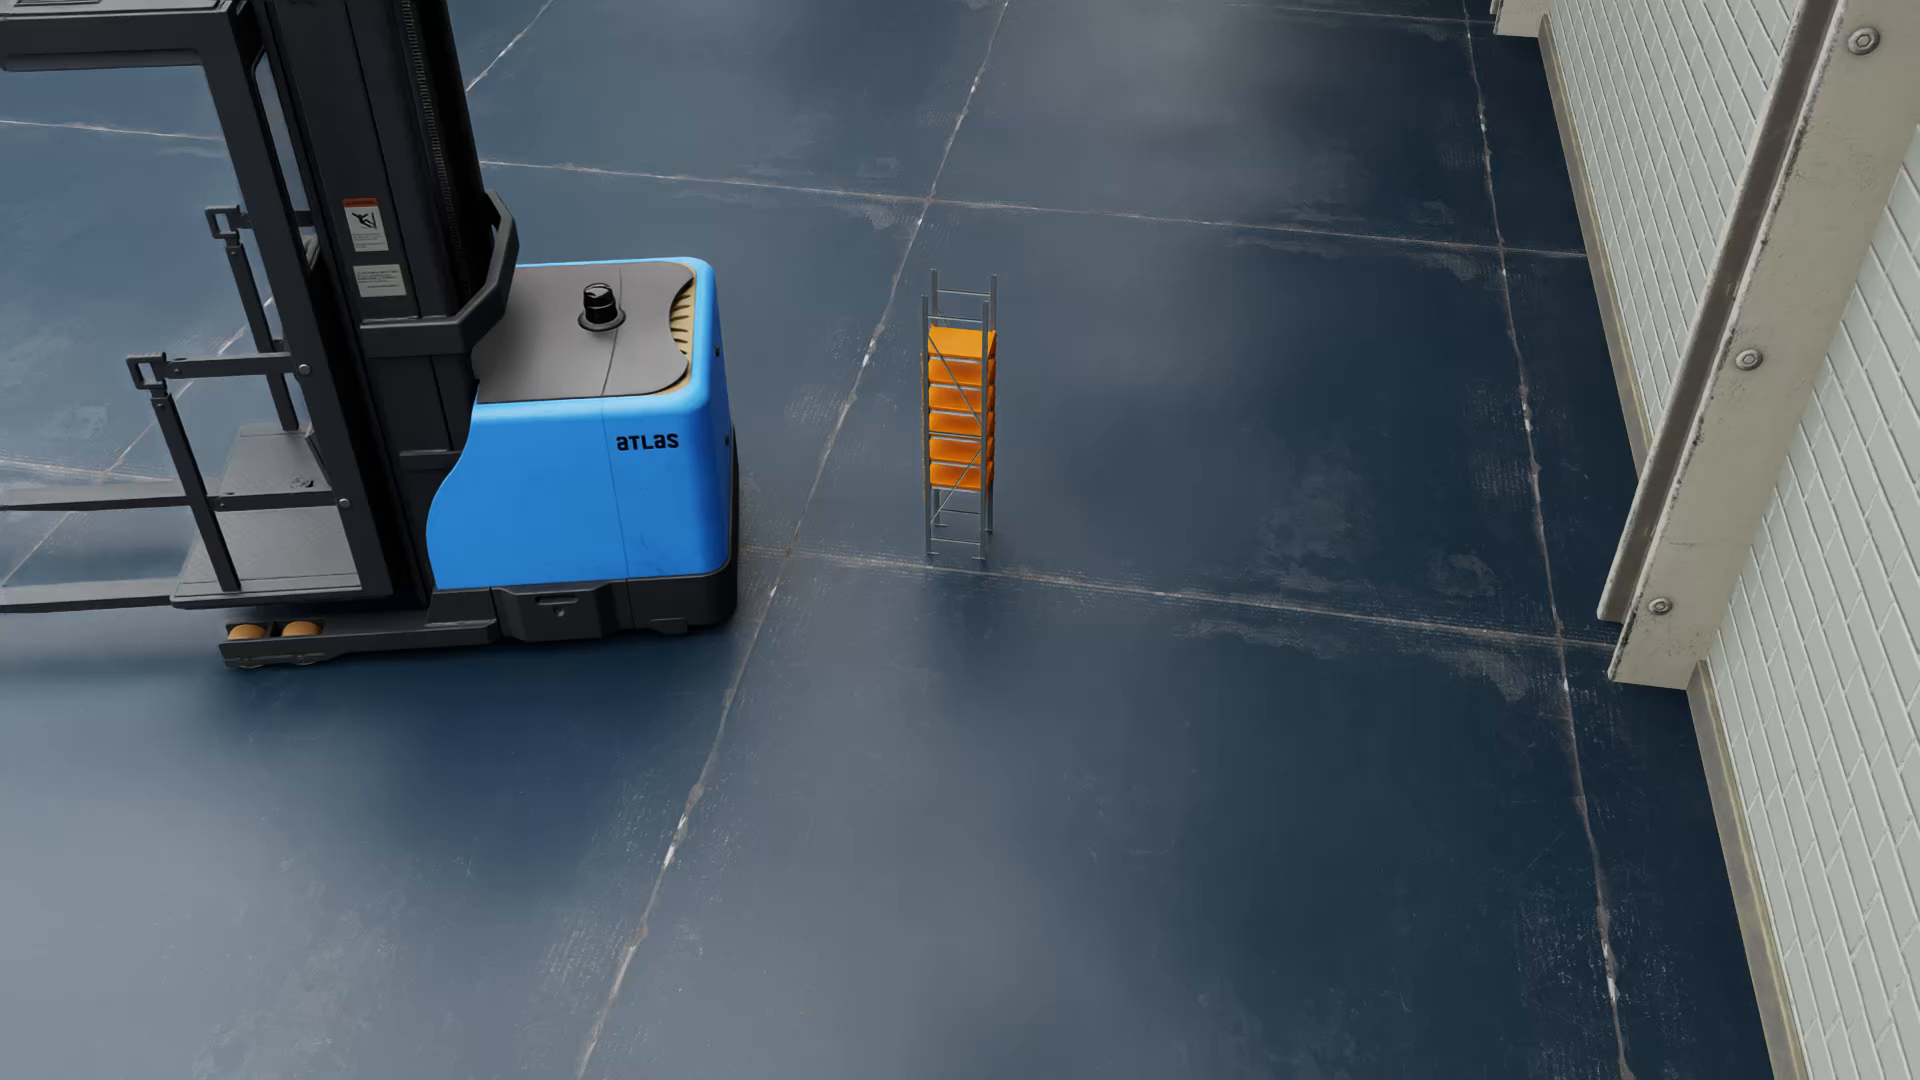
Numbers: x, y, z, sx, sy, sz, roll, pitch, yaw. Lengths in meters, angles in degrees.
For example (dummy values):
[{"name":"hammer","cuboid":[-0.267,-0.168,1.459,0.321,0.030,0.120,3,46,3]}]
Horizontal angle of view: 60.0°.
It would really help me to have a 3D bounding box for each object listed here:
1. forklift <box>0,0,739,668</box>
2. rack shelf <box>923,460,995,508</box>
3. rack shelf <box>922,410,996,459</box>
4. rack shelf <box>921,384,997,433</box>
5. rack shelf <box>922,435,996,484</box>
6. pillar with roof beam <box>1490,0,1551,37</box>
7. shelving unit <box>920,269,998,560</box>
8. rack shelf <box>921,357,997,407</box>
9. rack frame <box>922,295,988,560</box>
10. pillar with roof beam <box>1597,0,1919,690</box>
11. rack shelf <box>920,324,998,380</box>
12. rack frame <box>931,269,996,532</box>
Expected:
[{"name":"forklift","cuboid":[-2.398,-1.007,5.668,3.031,2.935,1.130,-3,40,-4]},{"name":"rack shelf","cuboid":[-0.003,-0.234,6.538,0.258,0.103,0.180,6,40,8]},{"name":"rack shelf","cuboid":[-0.002,-0.419,6.385,0.258,0.103,0.180,6,40,8]},{"name":"rack shelf","cuboid":[-0.002,-0.512,6.309,0.258,0.103,0.180,6,40,8]},{"name":"rack shelf","cuboid":[-0.002,-0.327,6.461,0.258,0.103,0.180,6,40,8]},{"name":"pillar with roof beam","cuboid":[-0.624,-7.298,8.515,9.100,9.000,0.400,6,40,8]},{"name":"shelving unit","cuboid":[-0.002,-0.453,6.357,0.258,1.200,0.189,6,40,8]},{"name":"rack shelf","cuboid":[-0.002,-0.604,6.232,0.258,0.103,0.180,6,40,8]},{"name":"rack frame","cuboid":[-0.018,-0.396,6.287,0.240,1.200,0.006,6,40,8]},{"name":"pillar with roof beam","cuboid":[-1.663,-3.533,3.960,9.100,9.000,0.400,6,40,8]},{"name":"rack shelf","cuboid":[-0.002,-0.697,6.156,0.258,0.103,0.180,6,40,8]},{"name":"rack frame","cuboid":[0.013,-0.511,6.426,0.240,1.200,0.006,6,40,8]}]
